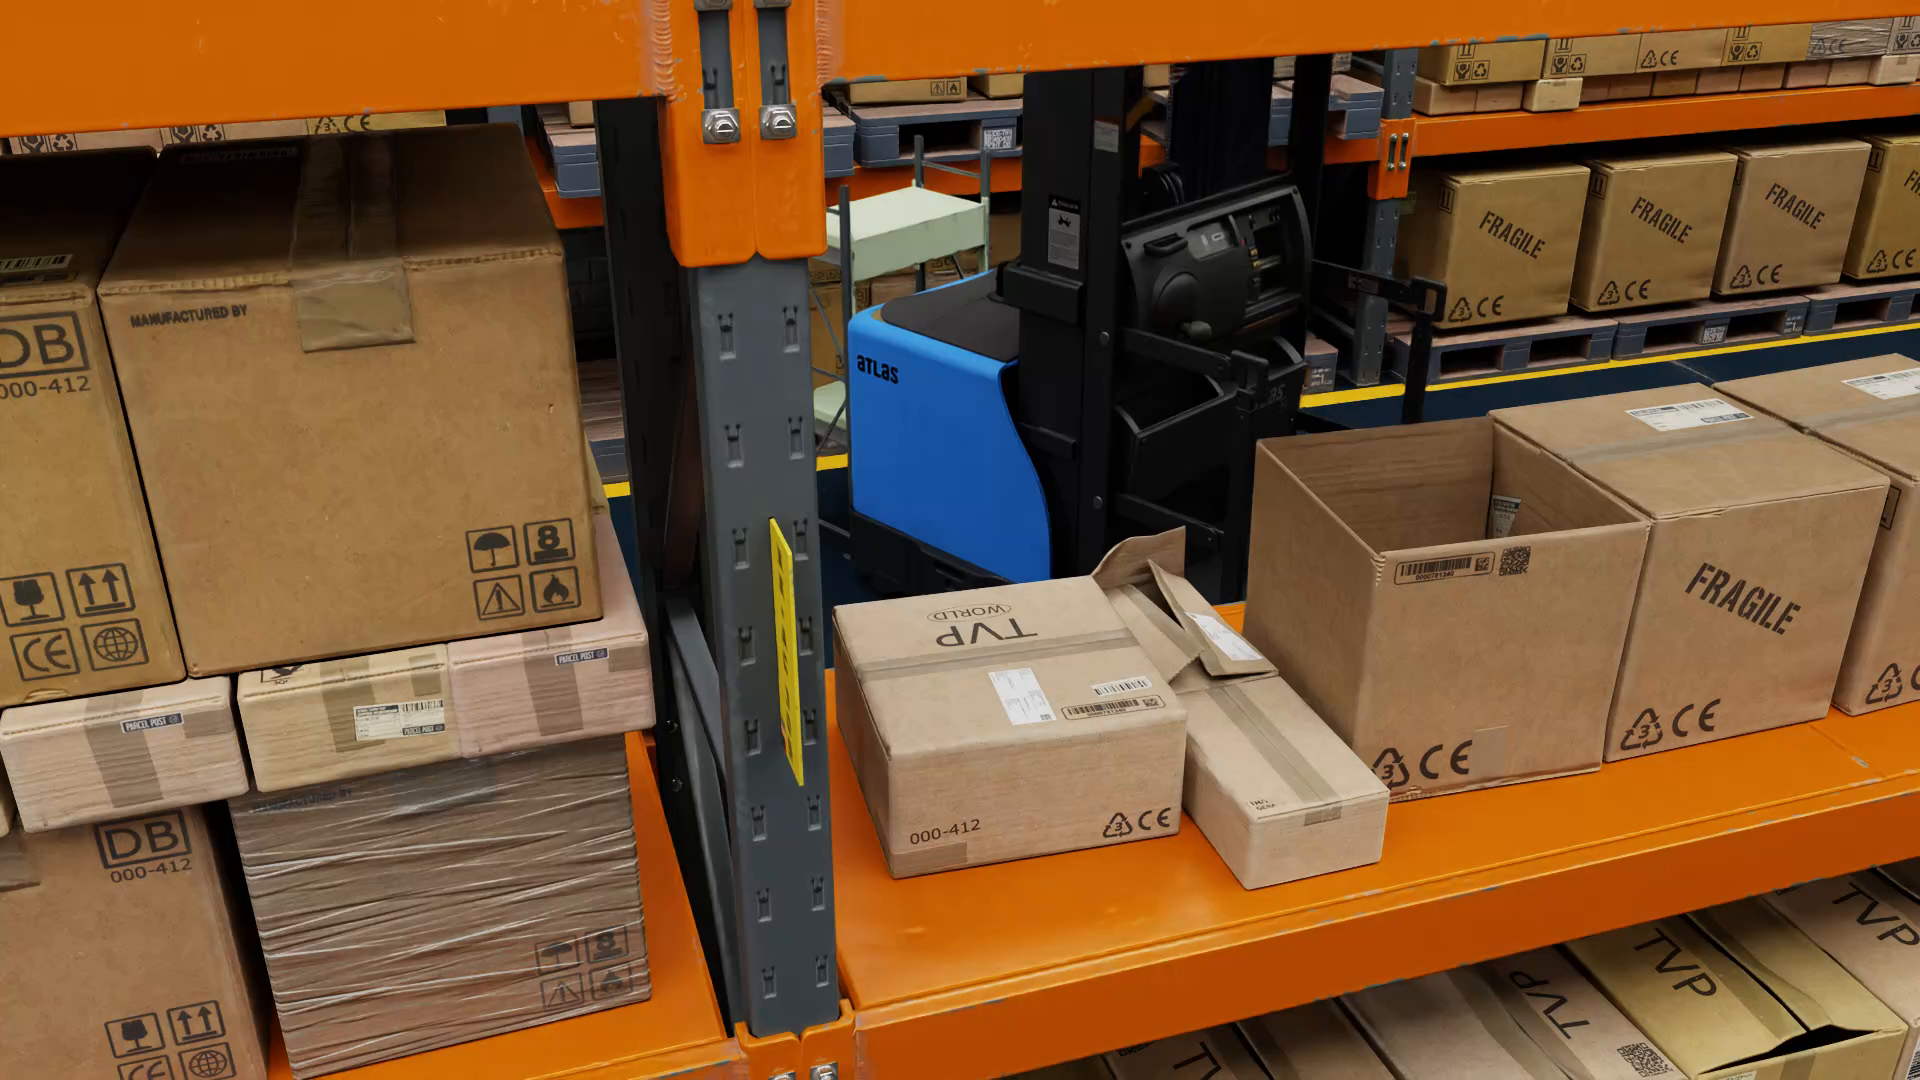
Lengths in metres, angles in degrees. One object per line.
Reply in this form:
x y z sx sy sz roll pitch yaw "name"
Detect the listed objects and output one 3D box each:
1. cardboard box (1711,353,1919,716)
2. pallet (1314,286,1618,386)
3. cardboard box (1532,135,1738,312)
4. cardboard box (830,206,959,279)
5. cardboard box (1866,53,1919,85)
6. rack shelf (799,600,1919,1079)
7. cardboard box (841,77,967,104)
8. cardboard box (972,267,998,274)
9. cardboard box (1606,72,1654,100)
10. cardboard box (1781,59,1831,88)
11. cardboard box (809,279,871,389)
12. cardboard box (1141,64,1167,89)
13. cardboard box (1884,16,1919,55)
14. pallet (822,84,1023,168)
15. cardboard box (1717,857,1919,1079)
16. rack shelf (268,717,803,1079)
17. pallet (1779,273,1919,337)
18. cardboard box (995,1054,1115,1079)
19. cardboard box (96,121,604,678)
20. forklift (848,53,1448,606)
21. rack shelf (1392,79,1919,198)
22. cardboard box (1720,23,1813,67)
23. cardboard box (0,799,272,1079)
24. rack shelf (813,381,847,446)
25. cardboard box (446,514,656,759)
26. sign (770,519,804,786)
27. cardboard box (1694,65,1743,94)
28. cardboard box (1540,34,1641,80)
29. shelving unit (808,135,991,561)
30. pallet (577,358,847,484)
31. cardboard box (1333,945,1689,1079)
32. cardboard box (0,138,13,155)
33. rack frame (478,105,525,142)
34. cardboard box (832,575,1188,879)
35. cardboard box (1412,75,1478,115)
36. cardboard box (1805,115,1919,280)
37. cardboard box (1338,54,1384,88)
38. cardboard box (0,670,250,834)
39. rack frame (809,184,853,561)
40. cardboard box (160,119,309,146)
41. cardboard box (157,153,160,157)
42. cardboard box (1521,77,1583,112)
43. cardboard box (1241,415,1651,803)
1.828 -0.029 3.323 0.500 0.500 0.500 -10 28 -19 "cardboard box"
2.654 -1.144 8.816 1.213 0.211 1.003 -8 28 -16 "pallet"
3.456 -1.705 8.756 0.750 0.750 0.750 -8 28 -16 "cardboard box"
-0.317 -1.422 7.715 0.500 0.250 0.500 -9 28 -18 "cardboard box"
4.725 -2.474 8.621 0.250 0.149 0.380 -8 28 -16 "cardboard box"
1.517 0.376 3.429 4.000 0.370 1.077 -8 28 -16 "rack shelf"
-0.278 -2.241 7.283 0.500 0.500 0.700 -5 27 -9 "cardboard box"
0.223 -1.170 8.050 0.500 0.500 0.700 -8 28 -16 "cardboard box"
3.232 -2.318 8.306 0.250 0.149 0.380 -8 27 -15 "cardboard box"
4.229 -2.441 8.553 0.250 0.149 0.380 -9 28 -18 "cardboard box"
-0.752 -1.043 7.795 0.500 0.500 0.700 -9 28 -17 "cardboard box"
0.914 -2.401 7.605 0.500 0.500 0.700 -11 28 -21 "cardboard box"
4.841 -2.809 8.566 0.500 0.500 0.500 -8 28 -16 "cardboard box"
0.011 -1.940 7.501 1.213 0.211 1.003 -8 28 -16 "pallet"
2.024 0.889 3.575 0.500 0.311 0.500 -8 28 -16 "cardboard box"
-2.287 0.926 2.320 4.000 0.370 1.077 -8 28 -16 "rack shelf"
4.974 -1.480 9.493 1.213 0.211 1.003 -8 28 -16 "pallet"
0.085 1.169 3.010 0.500 0.311 0.500 -8 28 -16 "cardboard box"
-0.805 -0.233 2.275 0.500 0.500 0.700 -8 28 -16 "cardboard box"
0.984 -0.859 5.185 3.031 2.935 1.130 23 35 39 "forklift"
3.783 -2.269 8.757 4.000 0.370 1.077 -8 28 -16 "rack shelf"
3.888 -2.673 8.291 0.500 0.500 0.500 -7 27 -15 "cardboard box"
-1.304 0.423 2.412 0.500 0.500 0.700 -9 28 -17 "cardboard box"
-0.287 -0.469 6.740 0.431 0.370 0.720 23 35 39 "rack shelf"
-0.577 0.121 2.290 0.250 0.149 0.380 -8 28 -16 "cardboard box"
-0.212 0.140 2.032 0.005 0.325 0.100 -8 28 -16 "sign"
3.721 -2.376 8.422 0.250 0.149 0.380 -8 28 -16 "cardboard box"
2.923 -2.530 8.003 0.500 0.500 0.500 -7 27 -14 "cardboard box"
-0.287 -0.761 6.595 0.431 1.500 0.755 23 35 39 "shelving unit"
-1.183 -0.624 7.770 1.213 0.211 1.003 -8 28 -16 "pallet"
1.055 1.031 3.289 0.500 0.311 0.500 -9 28 -18 "cardboard box"
-3.725 -1.639 5.981 0.500 0.500 0.500 -7 27 -14 "cardboard box"
-1.922 -1.765 6.932 0.127 3.000 1.000 -8 28 -16 "rack frame"
0.070 0.310 2.922 0.500 0.250 0.500 -7 27 -13 "cardboard box"
2.266 -2.160 7.987 0.250 0.149 0.380 -9 28 -17 "cardboard box"
5.106 -1.948 9.245 0.750 0.750 0.750 -8 27 -15 "cardboard box"
2.111 -2.366 8.402 0.250 0.149 0.380 -8 27 -15 "cardboard box"
-1.061 0.192 2.149 0.250 0.149 0.380 -9 28 -18 "cardboard box"
-0.543 -0.645 6.361 0.400 1.500 0.023 23 35 39 "rack frame"
-2.749 -1.776 6.257 0.500 0.500 0.500 -8 28 -16 "cardboard box"
-3.229 -1.373 6.288 0.500 0.250 0.500 -8 28 -16 "cardboard box"
2.787 -2.192 8.052 0.250 0.149 0.380 -7 27 -15 "cardboard box"
0.851 0.113 3.038 0.500 0.500 0.500 -6 27 -12 "cardboard box"
